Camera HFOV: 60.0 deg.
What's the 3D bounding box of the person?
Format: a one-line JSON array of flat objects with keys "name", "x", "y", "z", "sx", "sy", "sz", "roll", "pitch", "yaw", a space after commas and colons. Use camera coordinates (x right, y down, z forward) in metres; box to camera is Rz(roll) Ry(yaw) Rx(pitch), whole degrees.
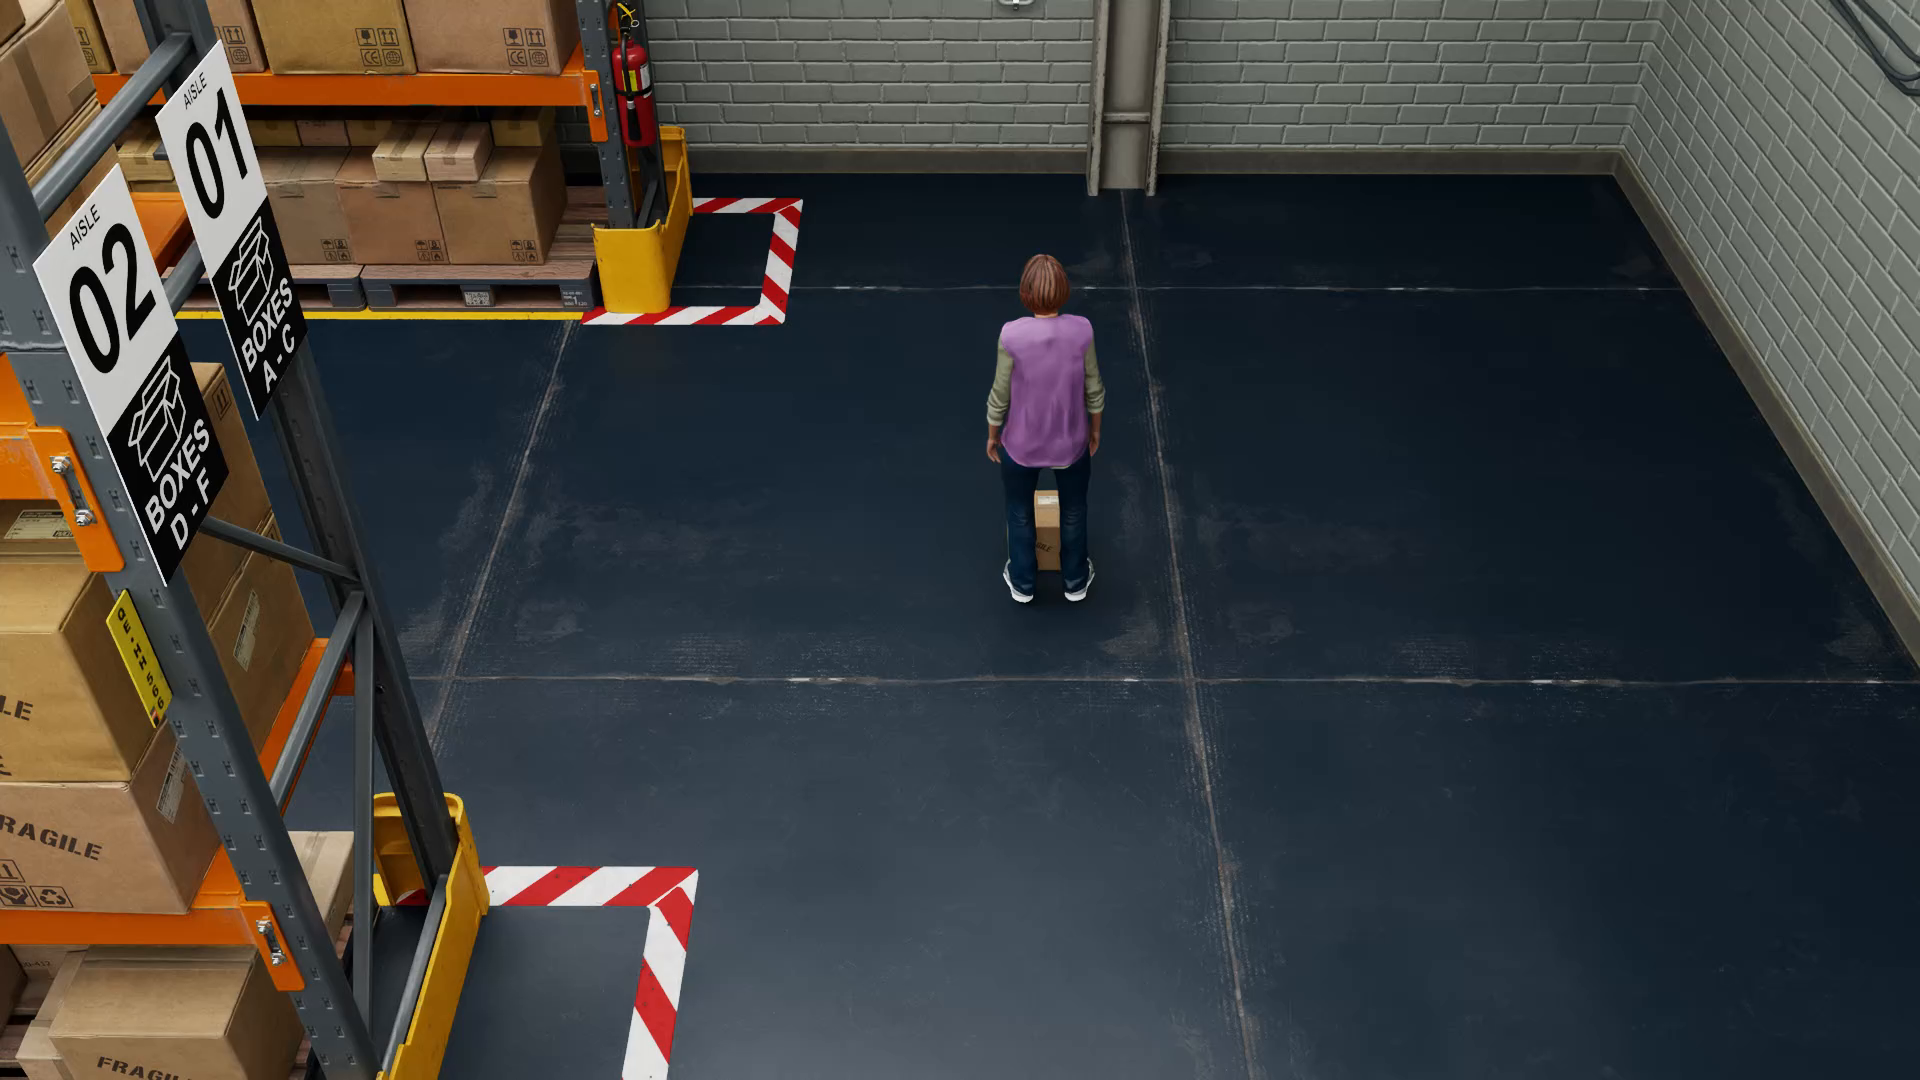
[{"name": "person", "x": 0.351, "y": -0.398, "z": 6.637, "sx": 0.460, "sy": 1.592, "sz": 0.344, "roll": 0, "pitch": 40, "yaw": 0}]
